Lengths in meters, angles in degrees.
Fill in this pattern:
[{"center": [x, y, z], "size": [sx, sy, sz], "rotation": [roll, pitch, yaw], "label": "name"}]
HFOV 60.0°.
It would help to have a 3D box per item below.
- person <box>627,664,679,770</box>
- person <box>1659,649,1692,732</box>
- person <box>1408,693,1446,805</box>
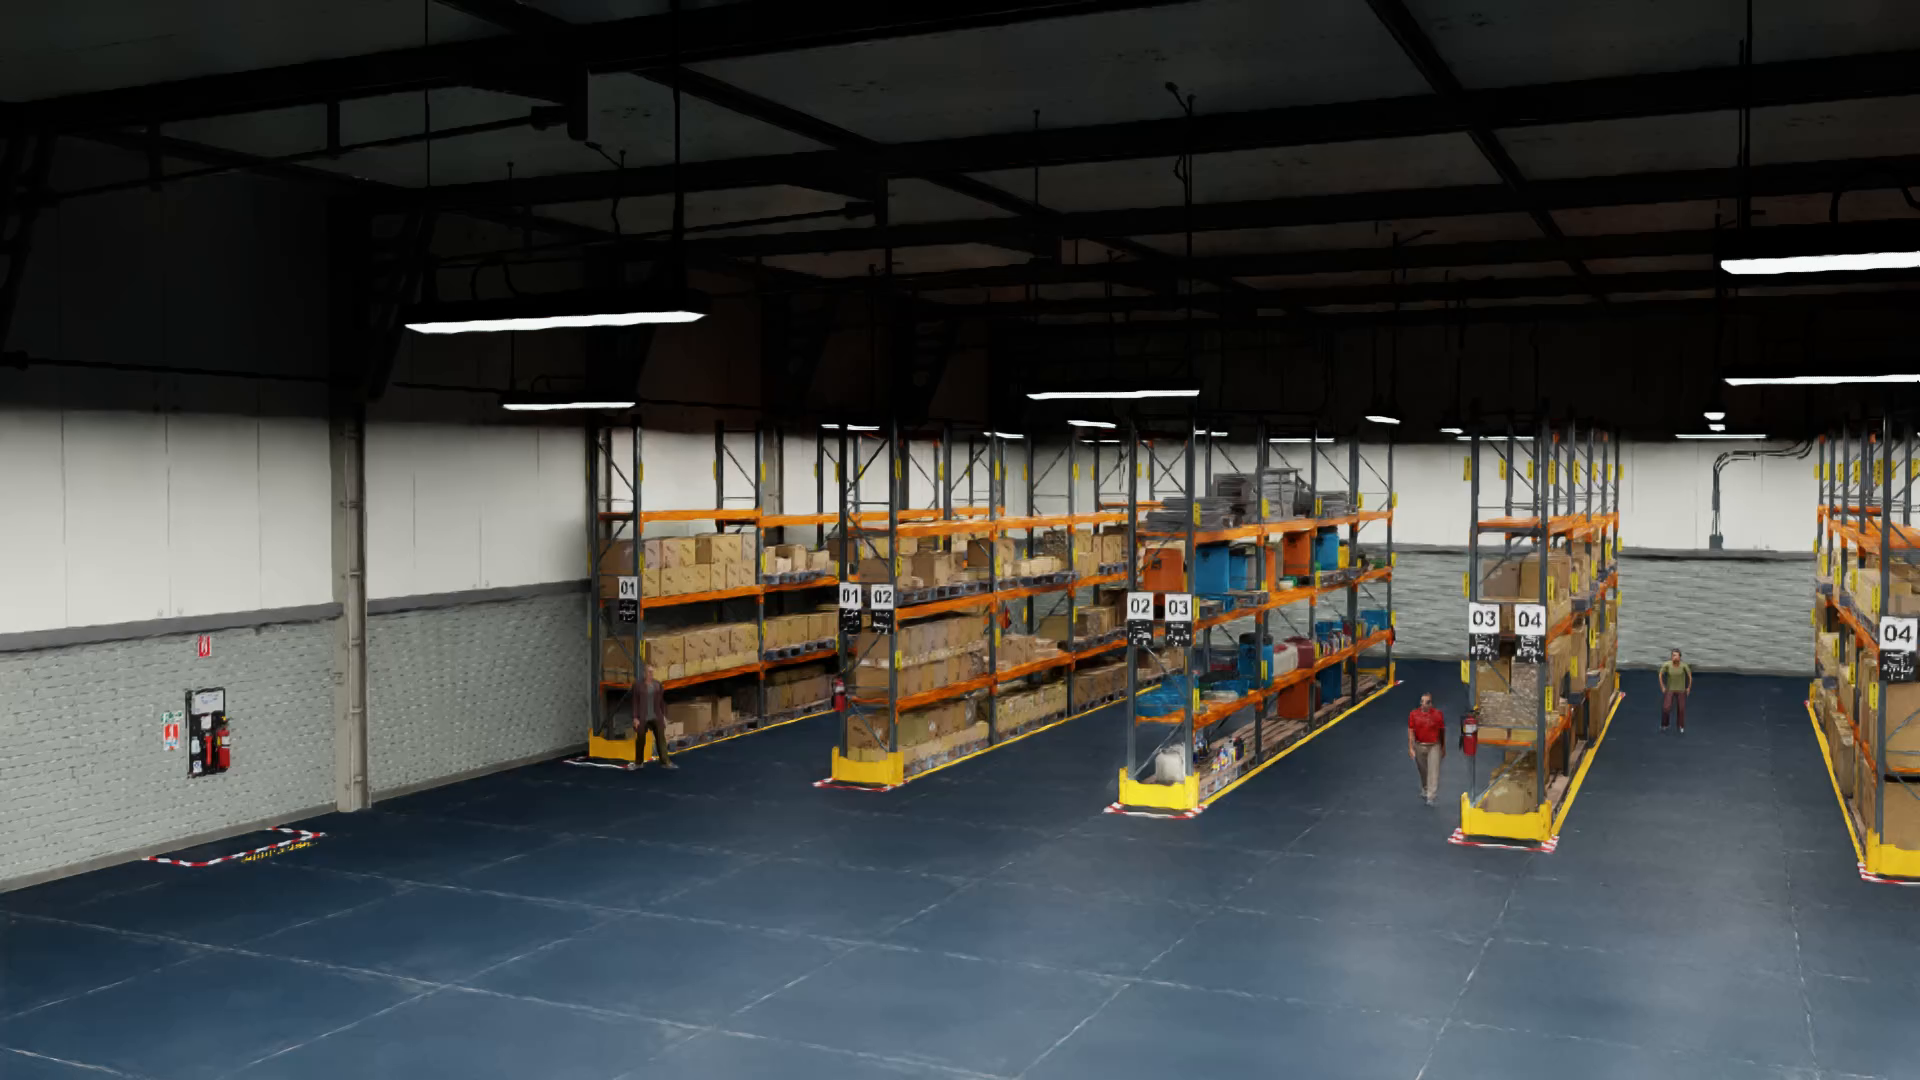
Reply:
[{"center": [-5.159, 2.957, 27.771], "size": [0.782, 1.770, 0.612], "rotation": [-1, 3, -27], "label": "person"}, {"center": [13.758, 2.884, 31.992], "size": [0.598, 1.618, 0.506], "rotation": [1, 3, 23], "label": "person"}, {"center": [7.049, 3.125, 25.174], "size": [0.542, 1.645, 1.126], "rotation": [1, 3, 27], "label": "person"}]
